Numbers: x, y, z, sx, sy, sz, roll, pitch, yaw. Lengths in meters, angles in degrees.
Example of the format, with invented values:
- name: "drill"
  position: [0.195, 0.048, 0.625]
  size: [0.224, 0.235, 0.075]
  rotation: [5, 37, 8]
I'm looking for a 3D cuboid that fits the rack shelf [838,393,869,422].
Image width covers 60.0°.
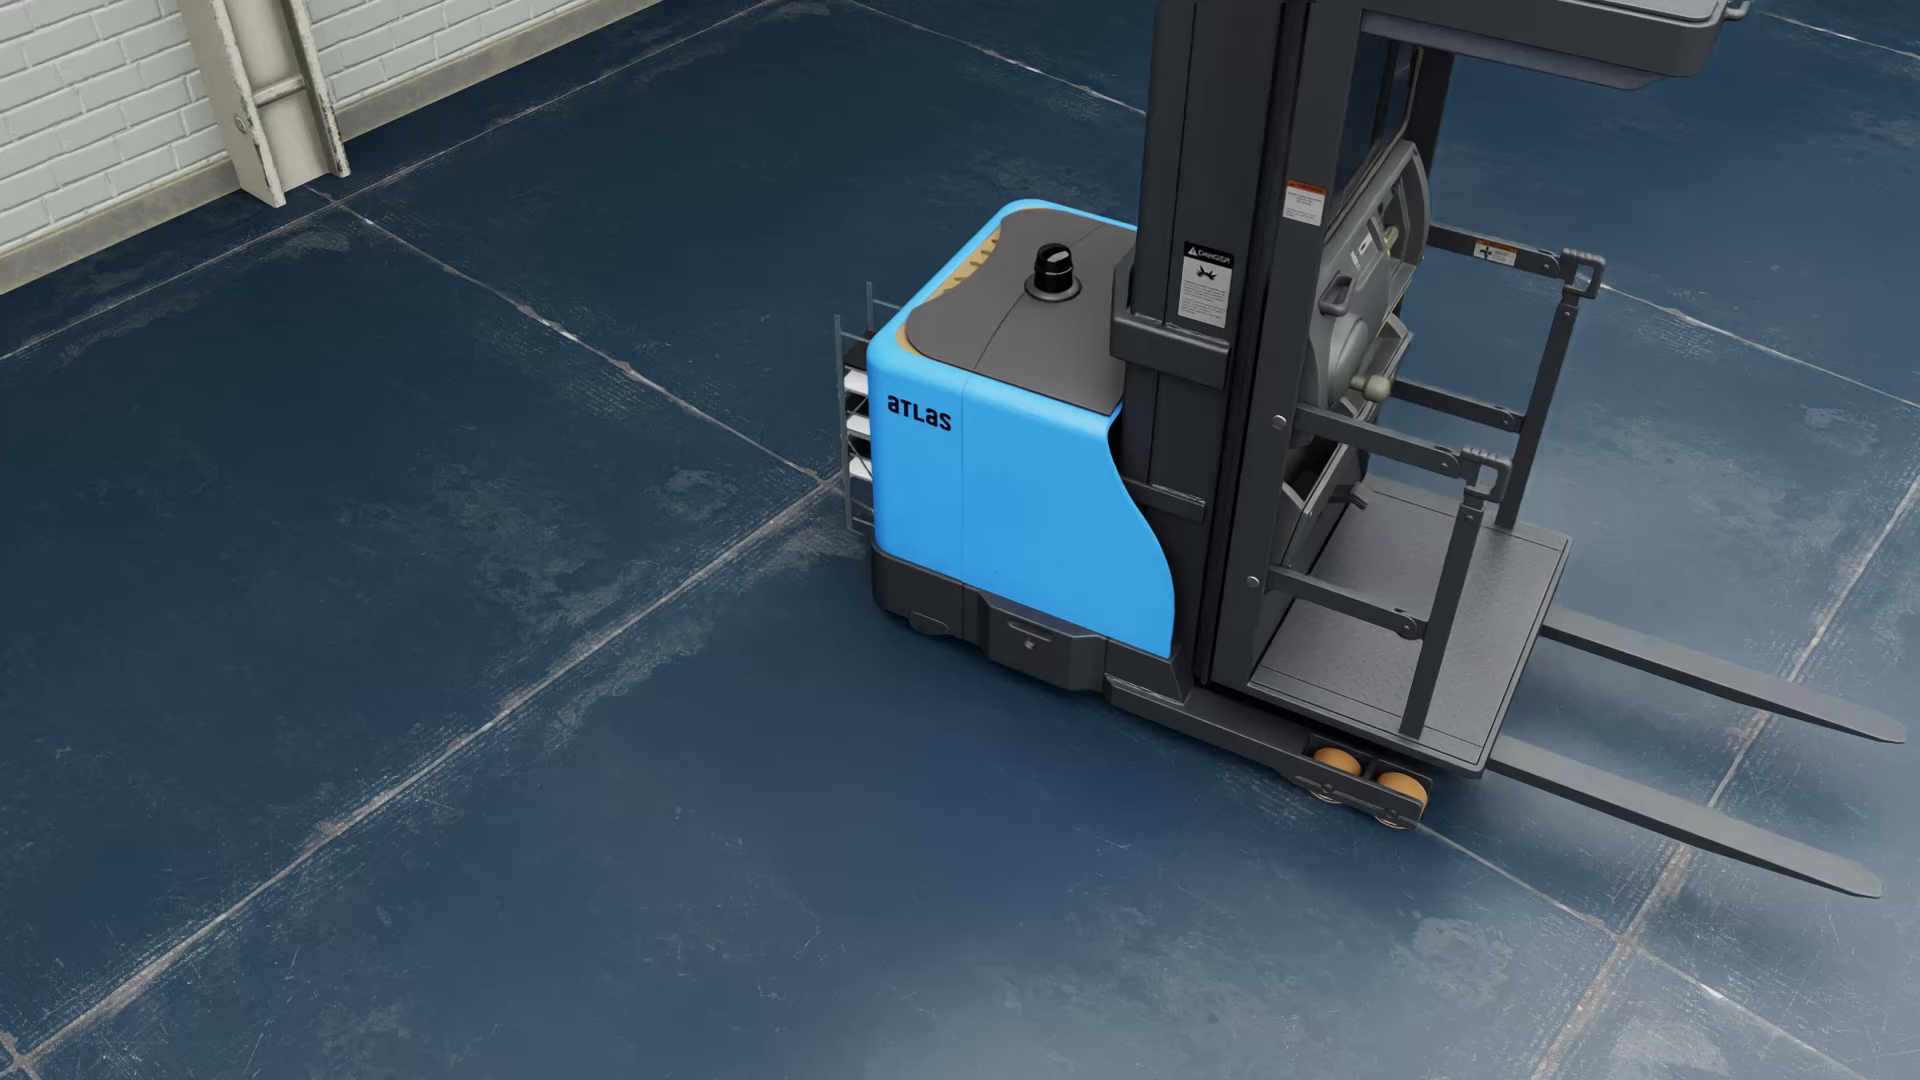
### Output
- name: "rack shelf"
  position: [-0.239, -0.436, 5.476]
  size: [0.258, 0.077, 0.200]
  rotation: [19, 46, 20]

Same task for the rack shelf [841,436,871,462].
- name: "rack shelf"
  position: [-0.239, -0.303, 5.598]
  size: [0.258, 0.077, 0.200]
  rotation: [19, 46, 20]

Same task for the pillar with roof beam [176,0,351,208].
- name: "pillar with roof beam"
  position: [0.274, -3.104, 2.475]
  size: [9.100, 9.000, 0.400]
  rotation: [29, 50, 28]

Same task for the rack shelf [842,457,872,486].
- name: "rack shelf"
  position: [-0.239, -0.236, 5.658]
  size: [0.258, 0.077, 0.200]
  rotation: [19, 46, 20]

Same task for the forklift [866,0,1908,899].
- name: "forklift"
  position: [1.256, -0.659, 4.297]
  size: [3.031, 2.935, 1.130]
  rotation: [20, 46, 21]

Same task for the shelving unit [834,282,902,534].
- name: "shelving unit"
  position: [-0.239, -0.394, 5.515]
  size: [0.258, 0.900, 0.210]
  rotation: [19, 46, 20]

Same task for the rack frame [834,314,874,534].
- name: "rack frame"
  position: [-0.286, -0.333, 5.448]
  size: [0.240, 0.900, 0.006]
  rotation: [19, 46, 20]

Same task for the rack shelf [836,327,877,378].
- name: "rack shelf"
  position: [-0.239, -0.569, 5.355]
  size: [0.258, 0.077, 0.200]
  rotation: [19, 46, 20]

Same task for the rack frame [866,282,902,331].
- name: "rack frame"
  position: [-0.193, -0.455, 5.581]
  size: [0.240, 0.900, 0.006]
  rotation: [19, 46, 20]

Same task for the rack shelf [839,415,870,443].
- name: "rack shelf"
  position: [-0.239, -0.370, 5.537]
  size: [0.258, 0.077, 0.200]
  rotation: [19, 46, 20]

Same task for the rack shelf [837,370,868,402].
- name: "rack shelf"
  position: [-0.239, -0.503, 5.416]
  size: [0.258, 0.077, 0.200]
  rotation: [19, 46, 20]
